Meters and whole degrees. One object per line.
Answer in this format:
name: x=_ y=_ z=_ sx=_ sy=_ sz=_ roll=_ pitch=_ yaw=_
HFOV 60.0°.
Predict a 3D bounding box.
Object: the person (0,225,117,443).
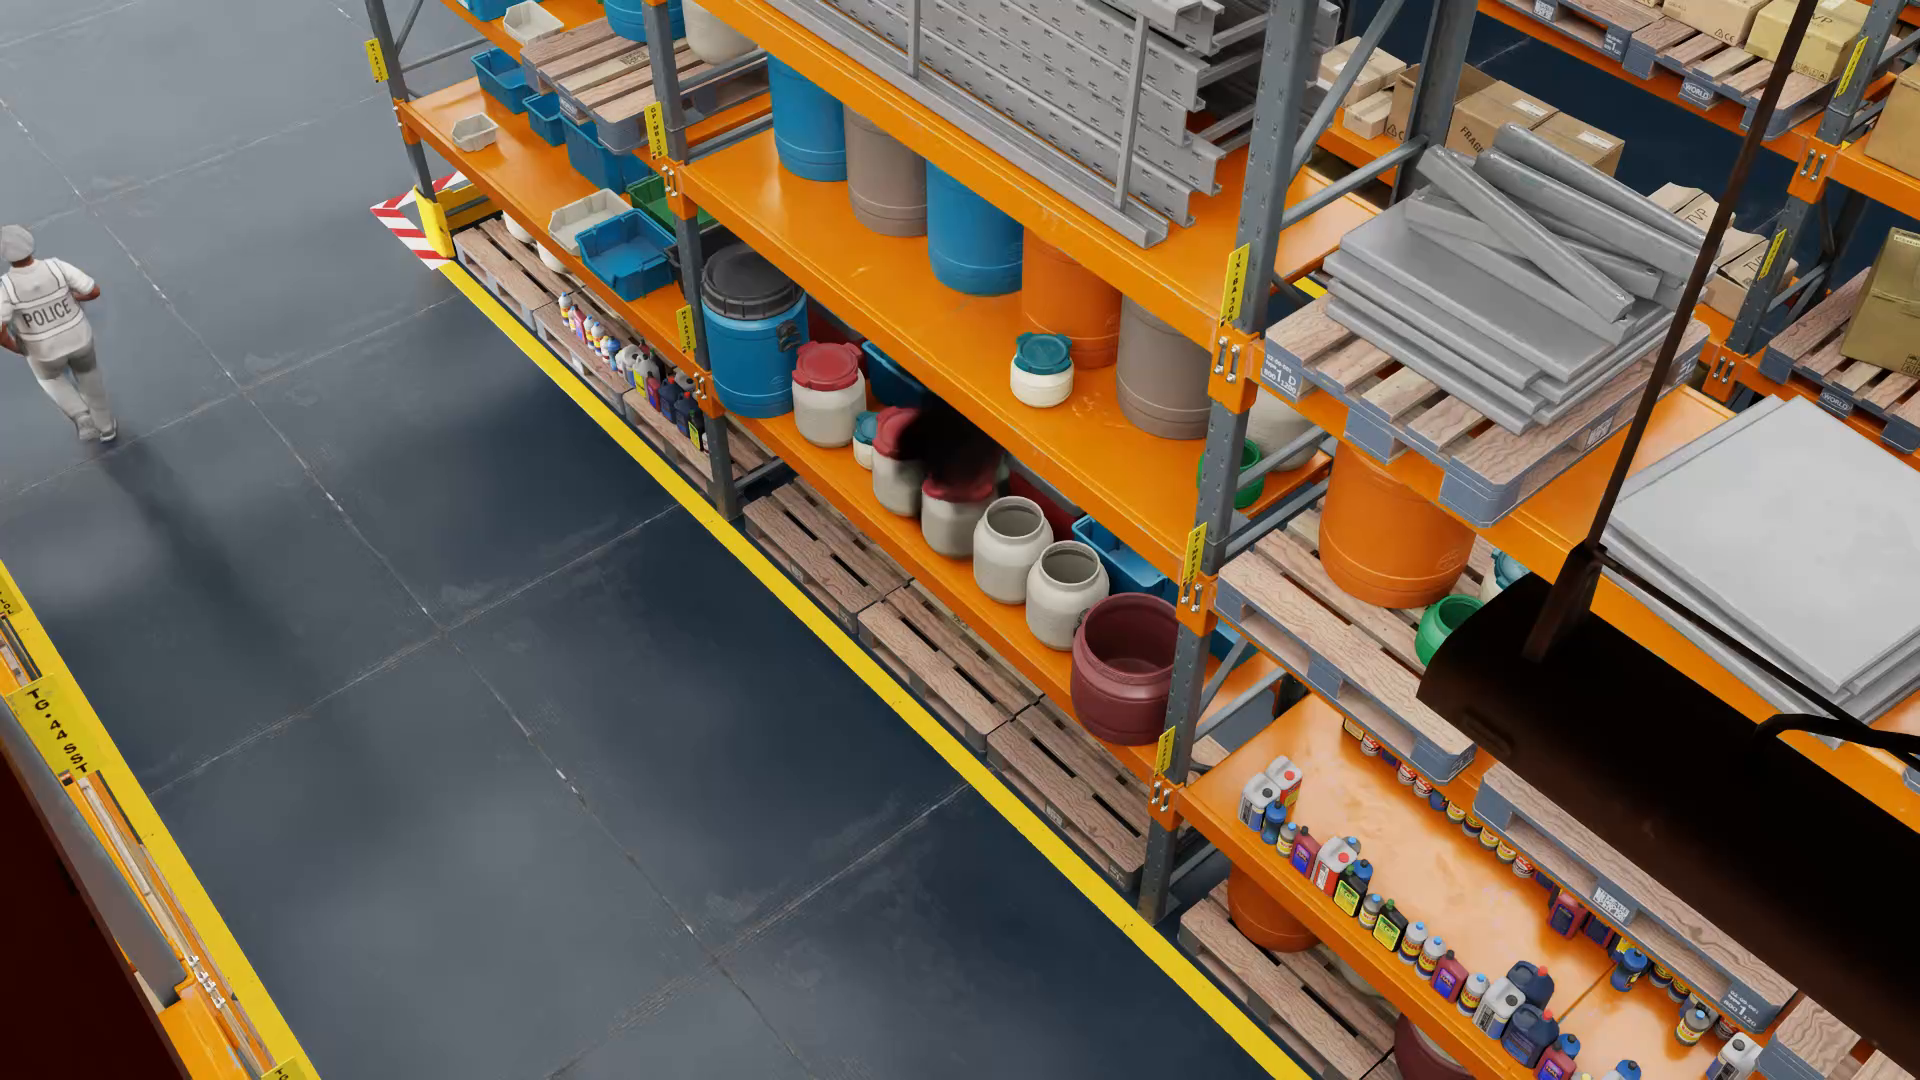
person: x=-6.017 y=-1.352 z=11.071 sx=0.719 sy=1.747 sz=0.567 roll=-34 pitch=55 yaw=-28
